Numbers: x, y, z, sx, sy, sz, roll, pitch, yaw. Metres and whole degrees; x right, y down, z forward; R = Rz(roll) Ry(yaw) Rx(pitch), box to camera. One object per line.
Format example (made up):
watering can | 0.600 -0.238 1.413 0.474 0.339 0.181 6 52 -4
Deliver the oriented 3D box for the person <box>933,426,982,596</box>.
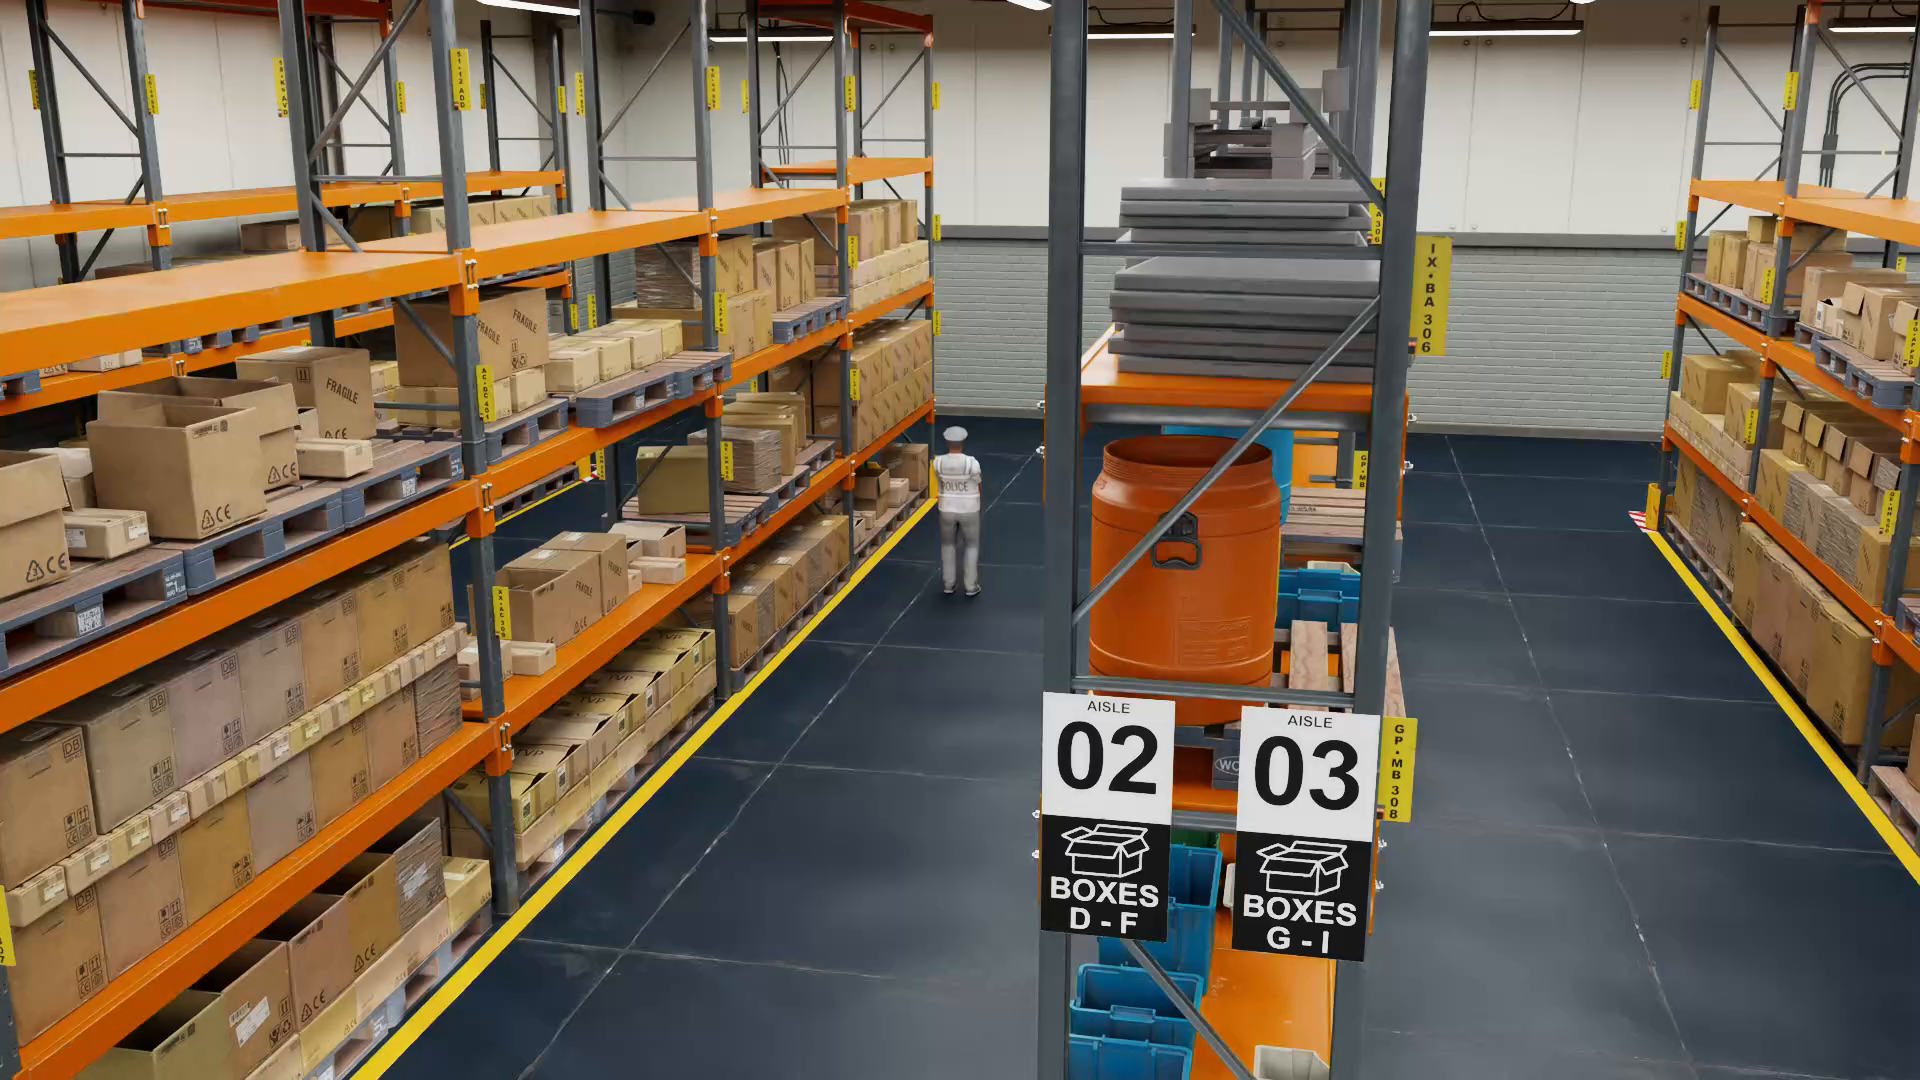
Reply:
person | -0.005 -0.319 17.206 0.494 1.762 0.565 3 15 12
